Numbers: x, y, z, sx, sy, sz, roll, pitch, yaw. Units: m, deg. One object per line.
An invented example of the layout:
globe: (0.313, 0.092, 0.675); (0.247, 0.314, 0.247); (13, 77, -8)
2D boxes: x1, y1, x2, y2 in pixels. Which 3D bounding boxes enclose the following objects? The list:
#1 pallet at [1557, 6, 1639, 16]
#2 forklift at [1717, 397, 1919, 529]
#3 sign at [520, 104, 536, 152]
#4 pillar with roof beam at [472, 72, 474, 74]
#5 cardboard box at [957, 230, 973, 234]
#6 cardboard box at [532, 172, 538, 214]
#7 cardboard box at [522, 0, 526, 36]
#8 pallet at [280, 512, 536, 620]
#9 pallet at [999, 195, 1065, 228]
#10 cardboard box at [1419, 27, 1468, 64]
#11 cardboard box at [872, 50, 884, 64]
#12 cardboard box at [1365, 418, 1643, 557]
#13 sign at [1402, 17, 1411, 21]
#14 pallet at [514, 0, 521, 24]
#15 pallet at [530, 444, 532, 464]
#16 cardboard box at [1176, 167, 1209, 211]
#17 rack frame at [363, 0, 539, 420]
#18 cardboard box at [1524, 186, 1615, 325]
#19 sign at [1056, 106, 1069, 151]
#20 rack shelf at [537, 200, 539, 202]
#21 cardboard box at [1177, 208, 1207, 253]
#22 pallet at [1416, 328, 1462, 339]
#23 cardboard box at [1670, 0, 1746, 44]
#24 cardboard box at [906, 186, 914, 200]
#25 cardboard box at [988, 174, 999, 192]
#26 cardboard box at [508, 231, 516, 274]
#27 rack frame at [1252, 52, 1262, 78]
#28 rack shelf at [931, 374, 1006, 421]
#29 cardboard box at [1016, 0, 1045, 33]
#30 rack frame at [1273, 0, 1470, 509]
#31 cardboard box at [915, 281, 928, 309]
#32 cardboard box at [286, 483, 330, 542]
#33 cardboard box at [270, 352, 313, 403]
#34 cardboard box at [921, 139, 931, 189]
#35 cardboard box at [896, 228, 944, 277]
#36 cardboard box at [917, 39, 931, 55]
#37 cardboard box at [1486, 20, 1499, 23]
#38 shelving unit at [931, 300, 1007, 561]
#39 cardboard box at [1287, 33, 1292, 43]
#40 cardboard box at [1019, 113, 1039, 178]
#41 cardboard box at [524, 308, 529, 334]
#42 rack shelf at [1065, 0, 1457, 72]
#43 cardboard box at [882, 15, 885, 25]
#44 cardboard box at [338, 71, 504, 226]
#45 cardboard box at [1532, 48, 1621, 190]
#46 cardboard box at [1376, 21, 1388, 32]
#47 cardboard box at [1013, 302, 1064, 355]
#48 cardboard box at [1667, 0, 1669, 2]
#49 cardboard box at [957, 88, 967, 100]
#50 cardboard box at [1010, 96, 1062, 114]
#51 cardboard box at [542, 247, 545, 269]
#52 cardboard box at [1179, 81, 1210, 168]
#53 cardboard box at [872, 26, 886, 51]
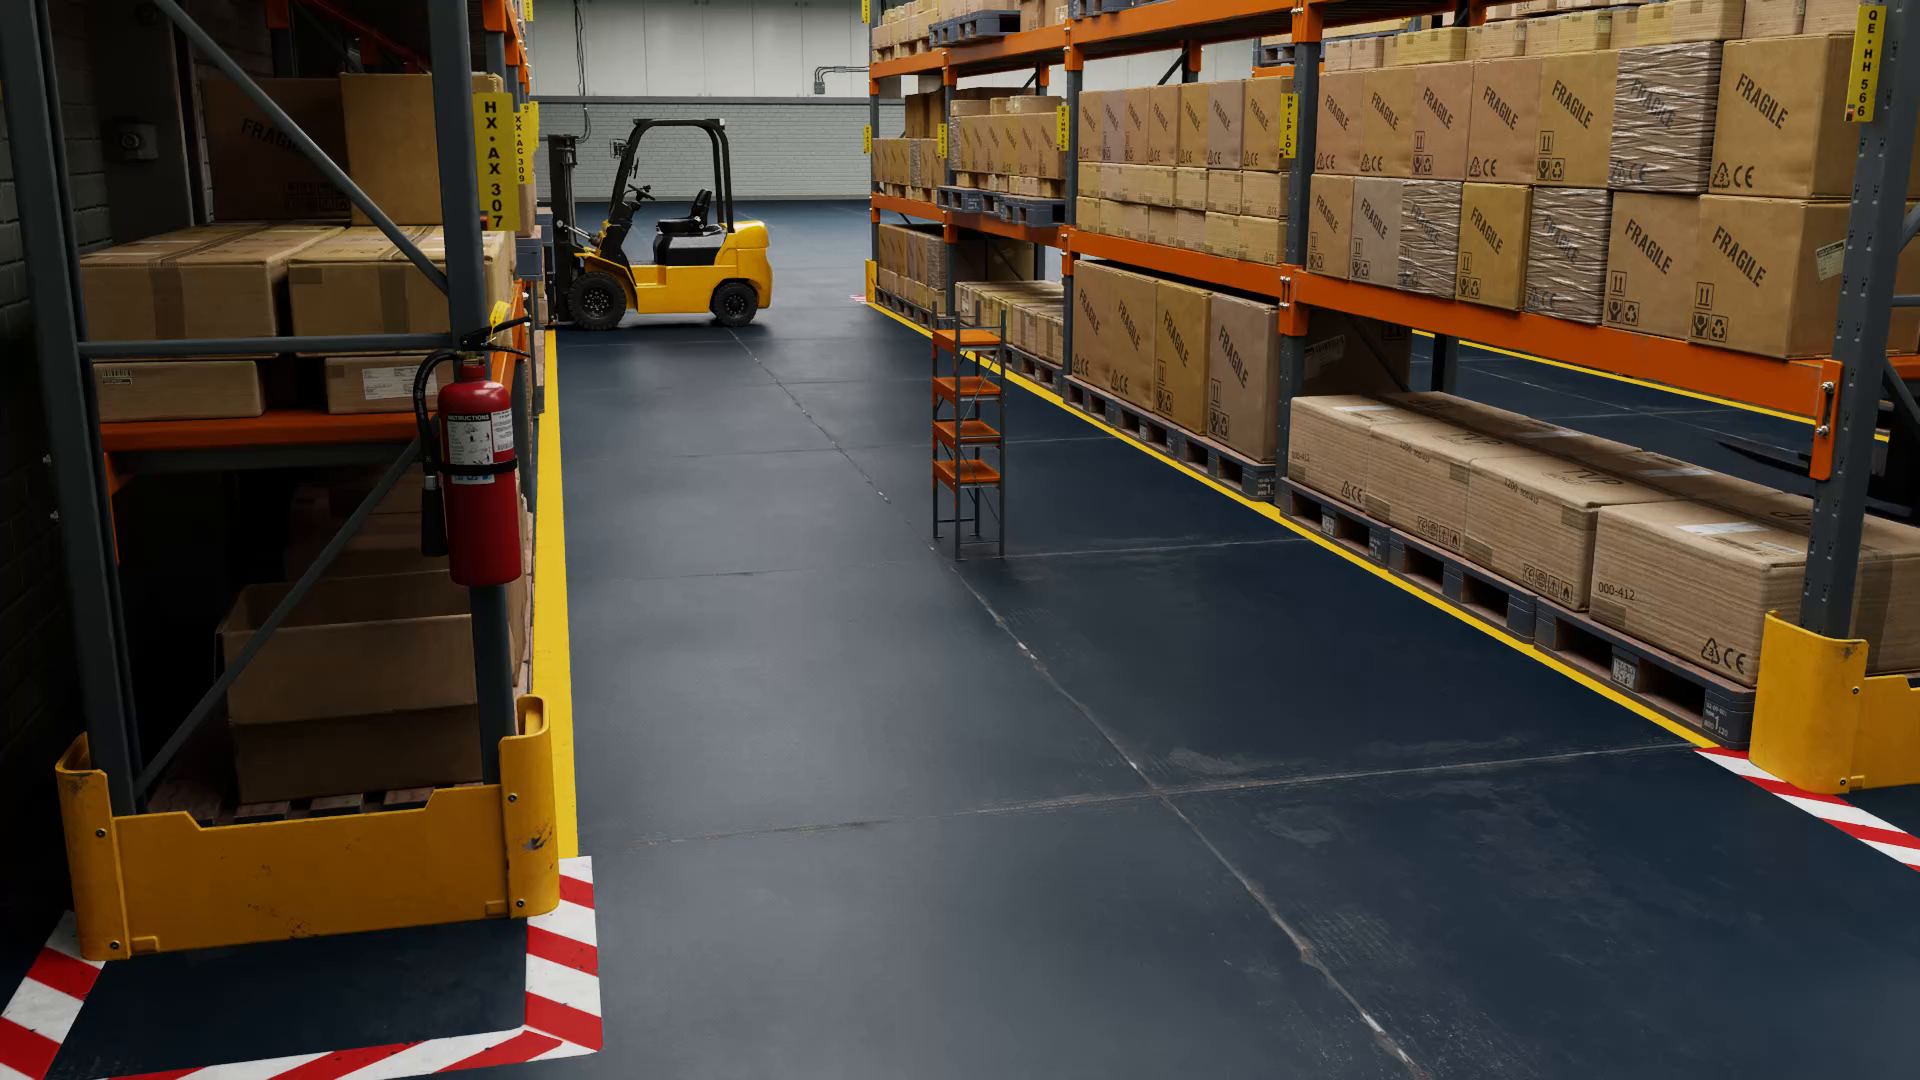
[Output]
pallet: (5.881, -4.393, 14.167); (1.213, 0.211, 1.003); (-3, 14, -11)
forklift: (5.059, -1.455, 8.205); (1.130, 2.935, 3.031); (-2, 14, -8)
sign: (-3.003, -2.862, 11.549); (0.100, 0.325, 0.005); (-3, 14, -13)
pillar with roof beam: (-6.162, -11.247, 35.502); (9.100, 9.000, 0.400); (-3, 14, -13)
cardboard box: (0.223, -3.132, 18.256); (0.500, 0.500, 0.500); (-3, 14, -10)
cardboard box: (-2.965, -2.211, 10.590); (0.500, 0.250, 0.500); (-4, 14, -16)
cardboard box: (-5.066, -5.821, 18.306); (0.500, 0.500, 0.500); (-3, 14, -11)
pallet: (-2.428, 0.130, 7.449); (1.003, 0.211, 1.213); (-3, 14, -13)
pallet: (1.025, -2.648, 13.351); (1.213, 0.211, 1.003); (-3, 14, -13)
cardboard box: (2.267, -2.184, 7.362); (0.380, 0.149, 0.250); (-4, 14, -15)
cardboard box: (-0.820, -5.669, 19.521); (0.380, 0.149, 0.250); (-3, 14, -13)
cardboard box: (2.490, -0.262, 7.695); (0.875, 0.438, 0.875); (-4, 14, -15)
sign: (4.605, -5.521, 17.127); (0.100, 0.325, 0.005); (-3, 14, -13)
pallet: (-3.774, -3.823, 11.831); (1.213, 0.211, 1.003); (-3, 14, -11)
pallet: (-3.106, -0.496, 10.012); (1.003, 0.211, 1.213); (-3, 14, -13)
cardboard box: (1.644, -2.153, 10.180); (0.500, 0.250, 0.500); (-3, 14, -12)
rack frame: (-3.528, -2.306, 11.544); (1.000, 3.000, 0.127); (-3, 14, -13)
cardboard box: (2.571, -1.117, 6.470); (0.500, 0.500, 0.500); (-3, 14, -12)
sign: (0.771, -3.075, 12.419); (0.100, 0.325, 0.005); (-3, 14, -13)
rack shelf: (-4.937, -3.340, 17.295); (1.077, 0.370, 4.000); (-3, 14, -13)
cardboard box: (1.667, -1.912, 10.249); (0.500, 0.250, 0.500); (-4, 14, -15)
pallet: (5.399, -2.277, 17.301); (1.003, 0.211, 1.213); (-3, 14, -13)
cardboard box: (2.671, -1.771, 5.670); (0.380, 0.149, 0.250); (-3, 14, -14)
cardboard box: (-0.383, -3.793, 18.163); (0.380, 0.149, 0.250); (-3, 14, -13)
cardboard box: (0.458, -3.141, 14.606); (0.380, 0.149, 0.250); (-3, 14, -11)
cardboard box: (-2.100, -1.236, 6.855); (0.500, 0.250, 0.500); (-3, 14, -13)
rack frame: (4.205, -4.728, 21.459); (1.000, 3.000, 0.127); (-3, 14, -13)
rack shelf: (0.039, -0.697, 8.091); (0.258, 0.148, 0.480); (-3, 14, -13)
cardboard box: (0.910, -4.441, 13.746); (0.797, 0.503, 0.637); (-3, 14, -13)
rack frame: (2.236, -1.660, 8.903); (1.000, 3.000, 0.127); (-3, 14, -13)
cardboard box: (-0.178, -2.618, 17.731); (0.500, 0.250, 0.500); (-4, 14, -15)
cardboard box: (-2.663, -0.115, 7.359); (0.500, 0.311, 0.500); (-3, 14, -11)
cardboard box: (-1.988, -0.462, 4.525); (0.380, 0.149, 0.250); (-3, 14, -12)
cardboard box: (-0.117, -3.906, 17.257); (0.500, 0.500, 0.500); (-3, 14, -11)
cardboard box: (-0.419, -3.218, 18.606); (0.500, 0.500, 0.500); (-3, 14, -12)
cardboard box: (-0.242, -5.135, 17.334); (0.380, 0.149, 0.250); (-3, 14, -12)
cardboard box: (5.147, -5.140, 16.258); (0.250, 0.149, 0.380); (-3, 14, -13)
shelving unit: (0.039, -0.545, 8.128); (0.258, 1.200, 0.503); (-3, 14, -13)
cardboard box: (4.153, -6.044, 19.958); (0.380, 0.149, 0.250); (-3, 14, -13)
cardboard box: (0.787, -3.188, 13.435); (0.500, 0.500, 0.500); (-4, 14, -14)
cardboard box: (-3.071, -1.449, 11.055); (0.380, 0.149, 0.250); (-4, 14, -16)
rack shelf: (1.766, -3.229, 10.521); (1.077, 0.370, 4.000); (-3, 14, -13)
cardboard box: (-0.697, -6.058, 19.431); (0.380, 0.149, 0.250); (-3, 14, -14)
cardboard box: (-1.846, -1.362, 5.790); (0.500, 0.500, 0.500); (-3, 14, -12)
cardboard box: (2.566, -1.603, 6.351); (0.500, 0.500, 0.500); (-3, 14, -13)
cardboard box: (4.689, -5.517, 17.803); (0.380, 0.149, 0.250); (-3, 14, -12)
cardboard box: (0.992, -1.811, 14.173); (0.950, 0.372, 0.625); (-4, 14, -14)
cardboard box: (6.128, -4.728, 14.231); (0.500, 0.311, 0.500); (-3, 14, -13)
cardboard box: (0.365, -4.417, 17.243); (0.700, 0.500, 0.500); (-3, 14, -13)
cardboard box: (0.638, -3.657, 13.987); (0.380, 0.149, 0.250); (-4, 14, -16)
cardboard box: (-4.386, -2.830, 16.492); (0.500, 0.250, 0.500); (-3, 14, -13)
cardboard box: (1.658, -2.521, 10.107); (0.500, 0.500, 0.500); (-3, 14, -11)
cardboard box: (-0.724, -5.827, 19.325); (0.500, 0.250, 0.500); (-4, 14, -14)
